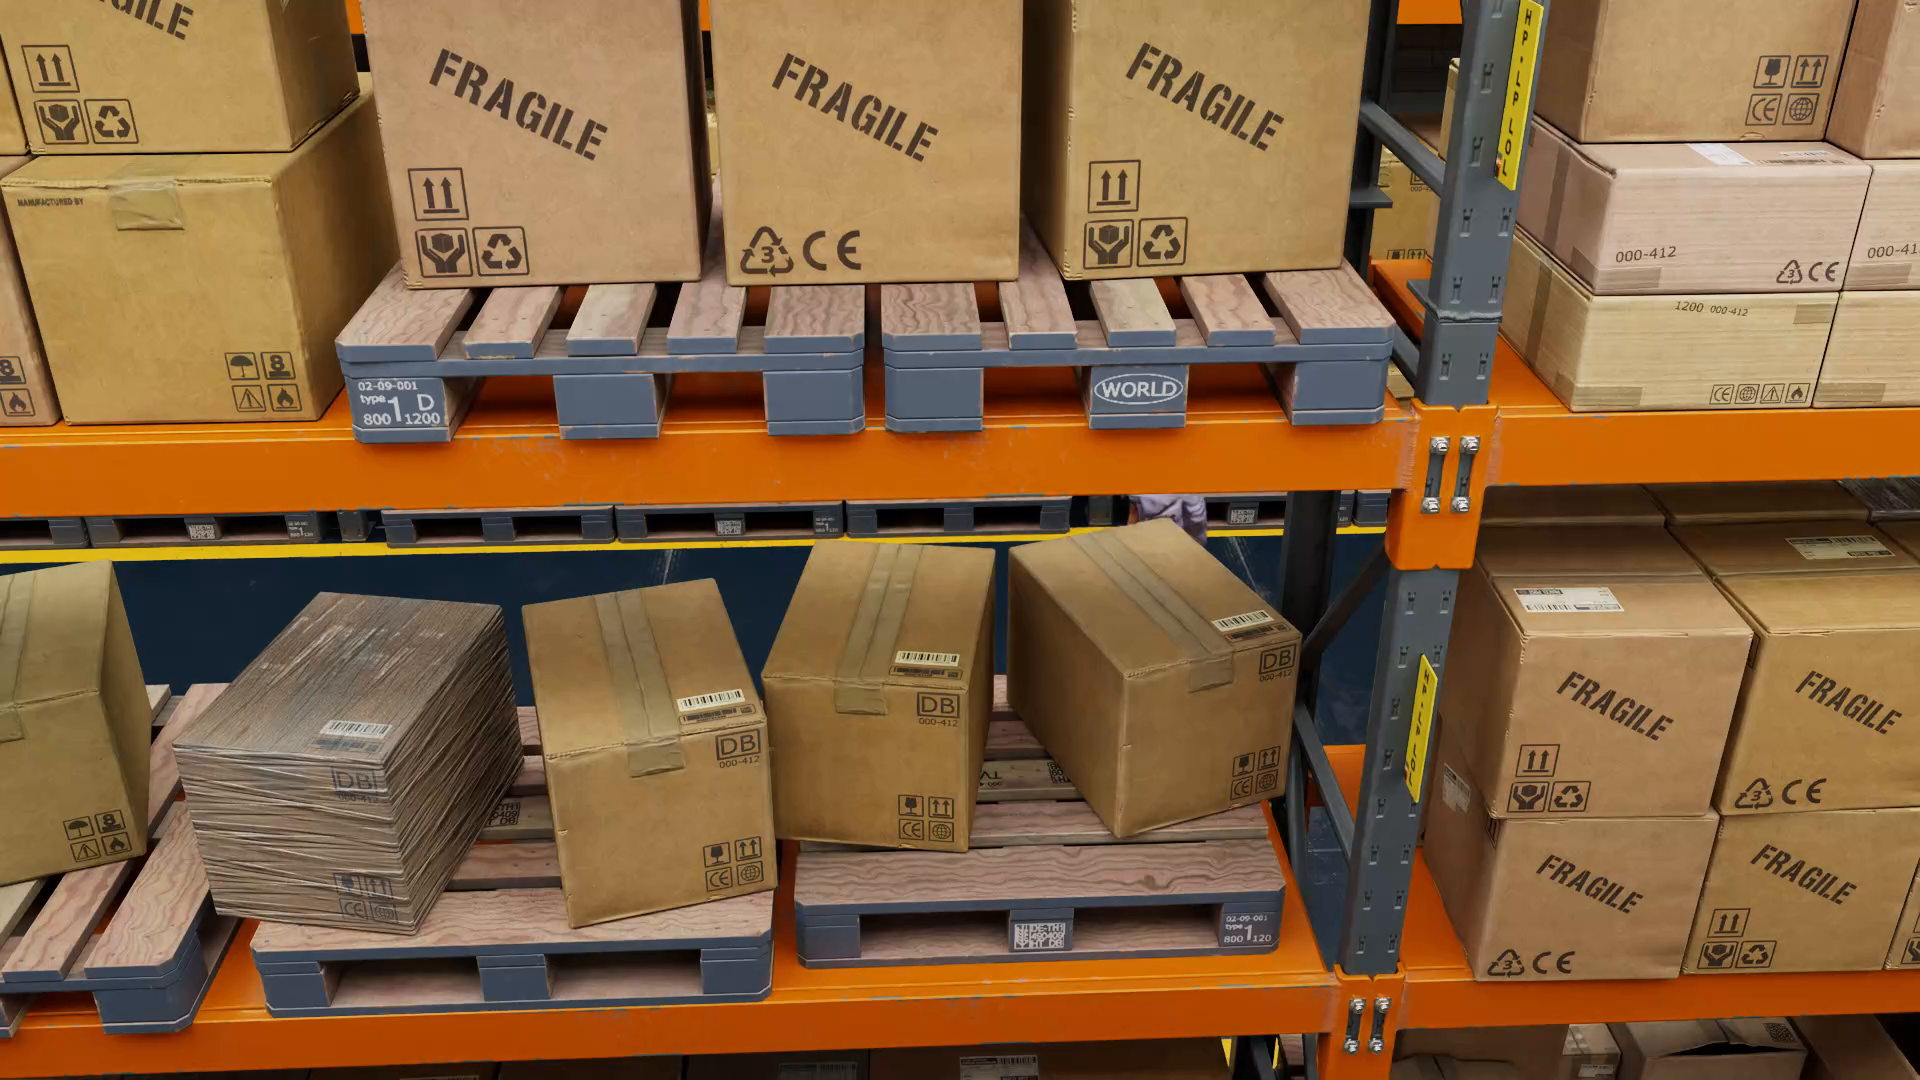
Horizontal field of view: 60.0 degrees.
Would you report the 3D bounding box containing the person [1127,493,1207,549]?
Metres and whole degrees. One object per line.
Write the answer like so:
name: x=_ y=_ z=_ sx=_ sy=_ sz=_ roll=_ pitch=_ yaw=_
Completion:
person: x=0.829 y=0.173 z=6.801 sx=1.025 sy=1.590 sz=0.482 roll=4 pitch=28 yaw=8
